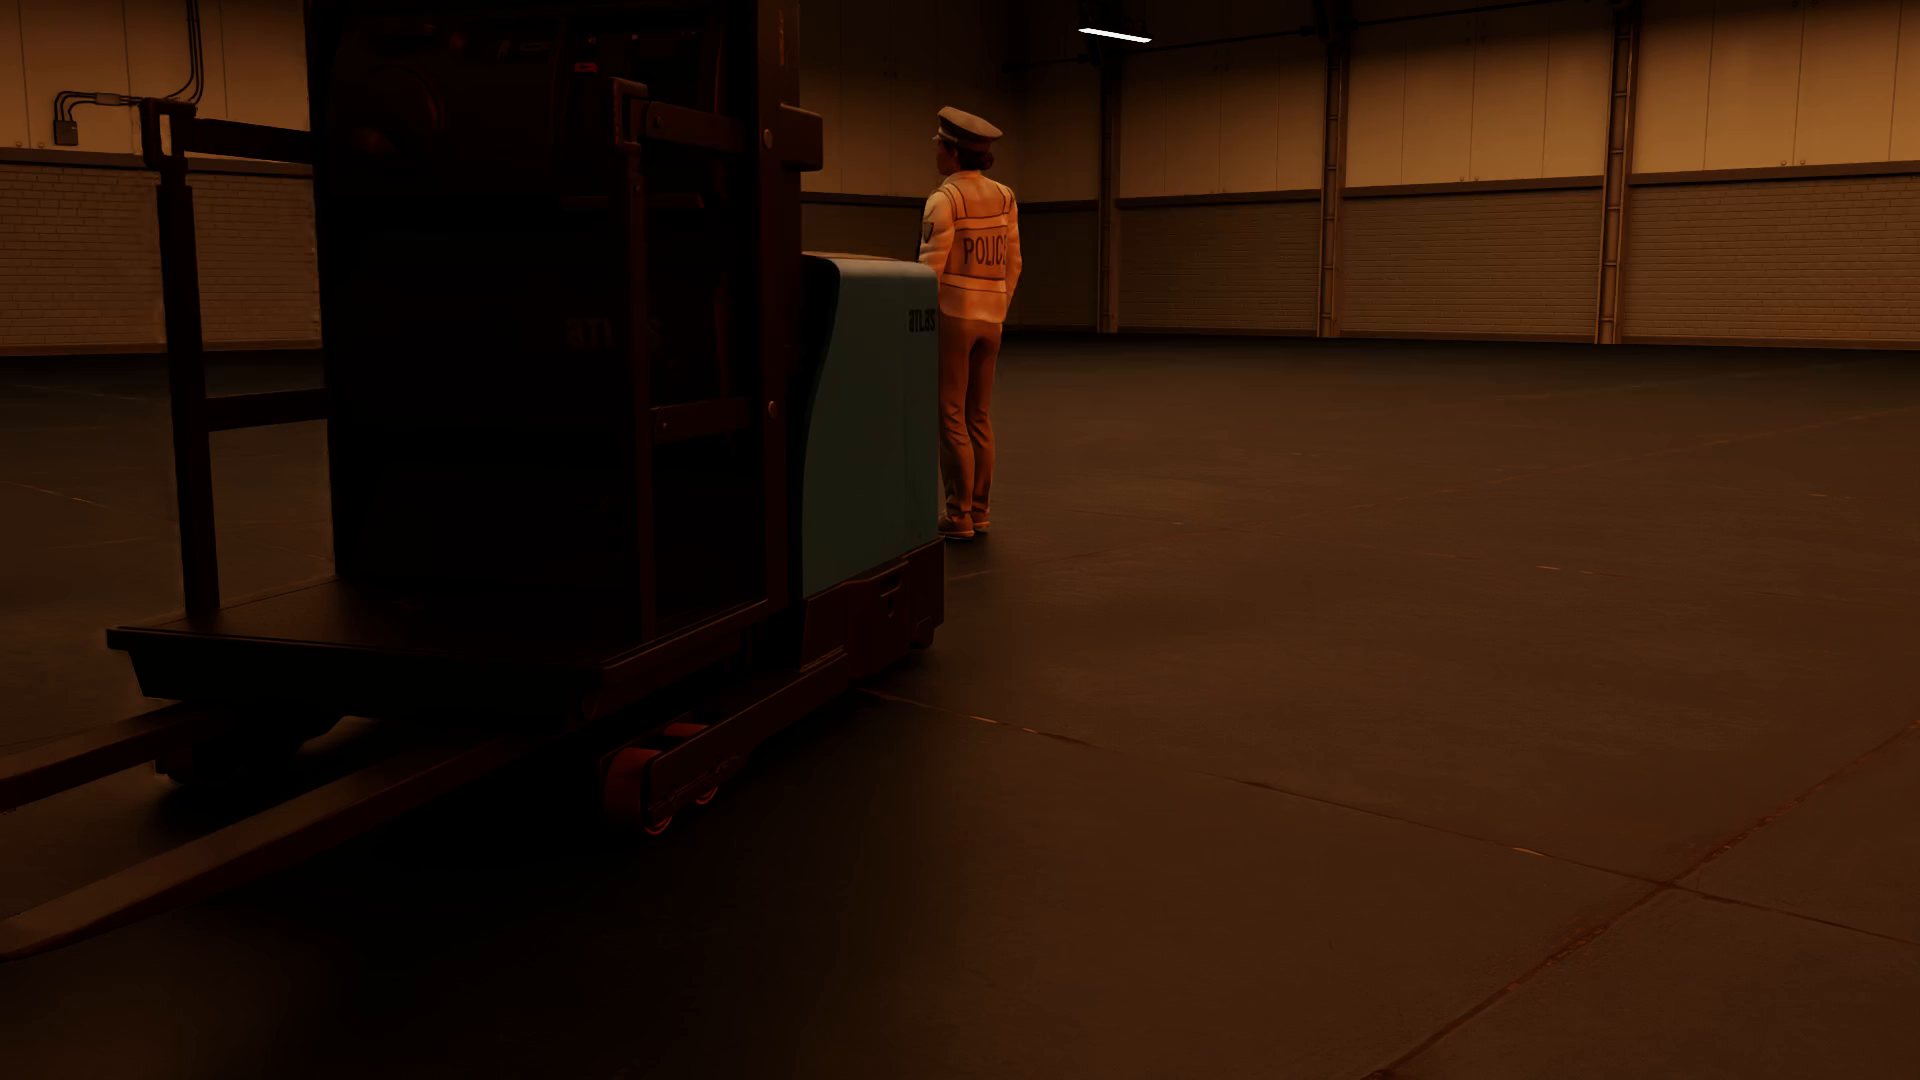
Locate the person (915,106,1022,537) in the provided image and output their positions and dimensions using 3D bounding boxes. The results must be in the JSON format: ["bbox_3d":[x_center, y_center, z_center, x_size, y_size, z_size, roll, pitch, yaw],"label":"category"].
[{"bbox_3d":[-0.045,-0.853,6.642,0.531,1.695,0.588,8,12,43],"label":"person"}]

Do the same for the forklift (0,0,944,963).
[{"bbox_3d":[-0.979,-0.967,3.295,1.130,2.935,3.031,3,9,17],"label":"forklift"}]
